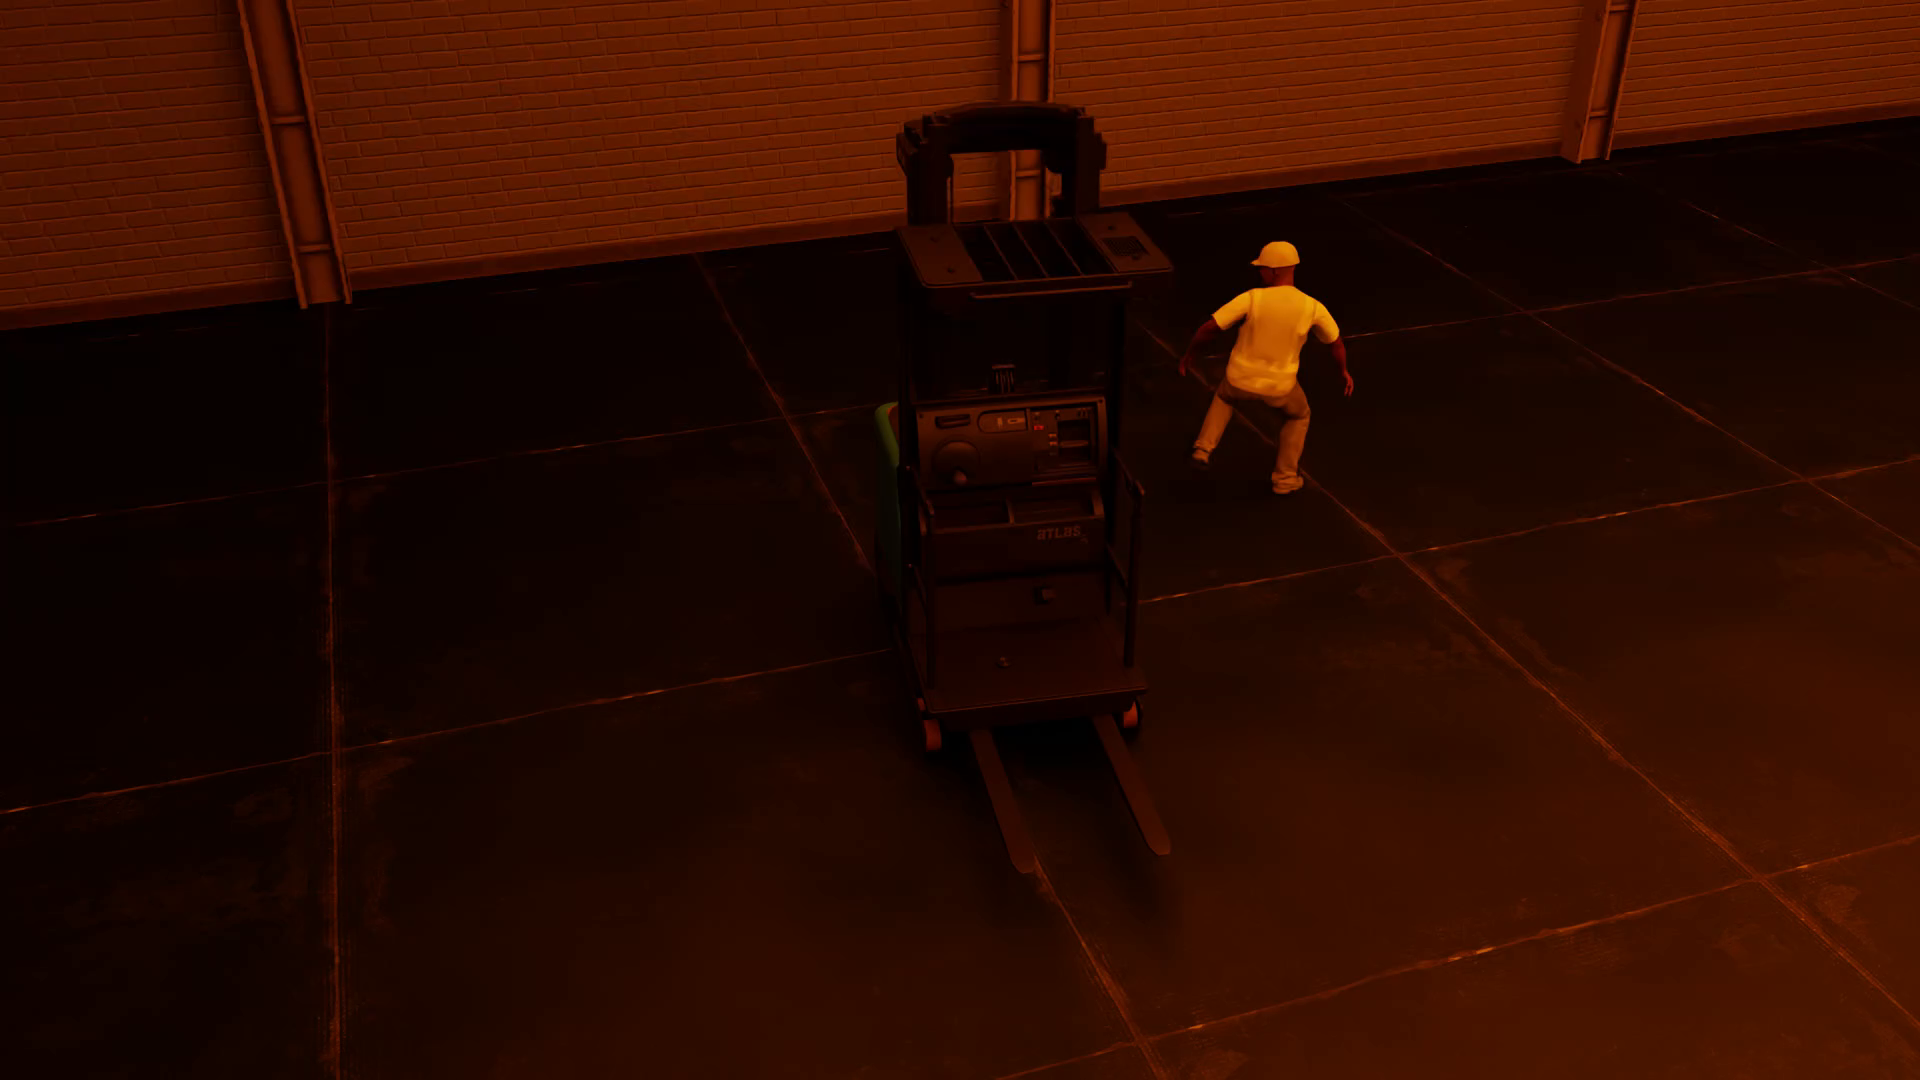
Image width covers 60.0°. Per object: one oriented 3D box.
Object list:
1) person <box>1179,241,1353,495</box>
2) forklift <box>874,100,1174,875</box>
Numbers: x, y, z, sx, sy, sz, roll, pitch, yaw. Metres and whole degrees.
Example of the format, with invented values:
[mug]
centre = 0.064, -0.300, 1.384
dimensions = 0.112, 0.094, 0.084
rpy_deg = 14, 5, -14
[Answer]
[person]
centre = 1.889, -1.042, 10.231
dimensions = 1.039, 1.646, 0.524
rpy_deg = 9, 31, 14
[forklift]
centre = 0.296, -0.424, 7.825
dimensions = 1.130, 2.935, 3.031
rpy_deg = -6, 30, -10
